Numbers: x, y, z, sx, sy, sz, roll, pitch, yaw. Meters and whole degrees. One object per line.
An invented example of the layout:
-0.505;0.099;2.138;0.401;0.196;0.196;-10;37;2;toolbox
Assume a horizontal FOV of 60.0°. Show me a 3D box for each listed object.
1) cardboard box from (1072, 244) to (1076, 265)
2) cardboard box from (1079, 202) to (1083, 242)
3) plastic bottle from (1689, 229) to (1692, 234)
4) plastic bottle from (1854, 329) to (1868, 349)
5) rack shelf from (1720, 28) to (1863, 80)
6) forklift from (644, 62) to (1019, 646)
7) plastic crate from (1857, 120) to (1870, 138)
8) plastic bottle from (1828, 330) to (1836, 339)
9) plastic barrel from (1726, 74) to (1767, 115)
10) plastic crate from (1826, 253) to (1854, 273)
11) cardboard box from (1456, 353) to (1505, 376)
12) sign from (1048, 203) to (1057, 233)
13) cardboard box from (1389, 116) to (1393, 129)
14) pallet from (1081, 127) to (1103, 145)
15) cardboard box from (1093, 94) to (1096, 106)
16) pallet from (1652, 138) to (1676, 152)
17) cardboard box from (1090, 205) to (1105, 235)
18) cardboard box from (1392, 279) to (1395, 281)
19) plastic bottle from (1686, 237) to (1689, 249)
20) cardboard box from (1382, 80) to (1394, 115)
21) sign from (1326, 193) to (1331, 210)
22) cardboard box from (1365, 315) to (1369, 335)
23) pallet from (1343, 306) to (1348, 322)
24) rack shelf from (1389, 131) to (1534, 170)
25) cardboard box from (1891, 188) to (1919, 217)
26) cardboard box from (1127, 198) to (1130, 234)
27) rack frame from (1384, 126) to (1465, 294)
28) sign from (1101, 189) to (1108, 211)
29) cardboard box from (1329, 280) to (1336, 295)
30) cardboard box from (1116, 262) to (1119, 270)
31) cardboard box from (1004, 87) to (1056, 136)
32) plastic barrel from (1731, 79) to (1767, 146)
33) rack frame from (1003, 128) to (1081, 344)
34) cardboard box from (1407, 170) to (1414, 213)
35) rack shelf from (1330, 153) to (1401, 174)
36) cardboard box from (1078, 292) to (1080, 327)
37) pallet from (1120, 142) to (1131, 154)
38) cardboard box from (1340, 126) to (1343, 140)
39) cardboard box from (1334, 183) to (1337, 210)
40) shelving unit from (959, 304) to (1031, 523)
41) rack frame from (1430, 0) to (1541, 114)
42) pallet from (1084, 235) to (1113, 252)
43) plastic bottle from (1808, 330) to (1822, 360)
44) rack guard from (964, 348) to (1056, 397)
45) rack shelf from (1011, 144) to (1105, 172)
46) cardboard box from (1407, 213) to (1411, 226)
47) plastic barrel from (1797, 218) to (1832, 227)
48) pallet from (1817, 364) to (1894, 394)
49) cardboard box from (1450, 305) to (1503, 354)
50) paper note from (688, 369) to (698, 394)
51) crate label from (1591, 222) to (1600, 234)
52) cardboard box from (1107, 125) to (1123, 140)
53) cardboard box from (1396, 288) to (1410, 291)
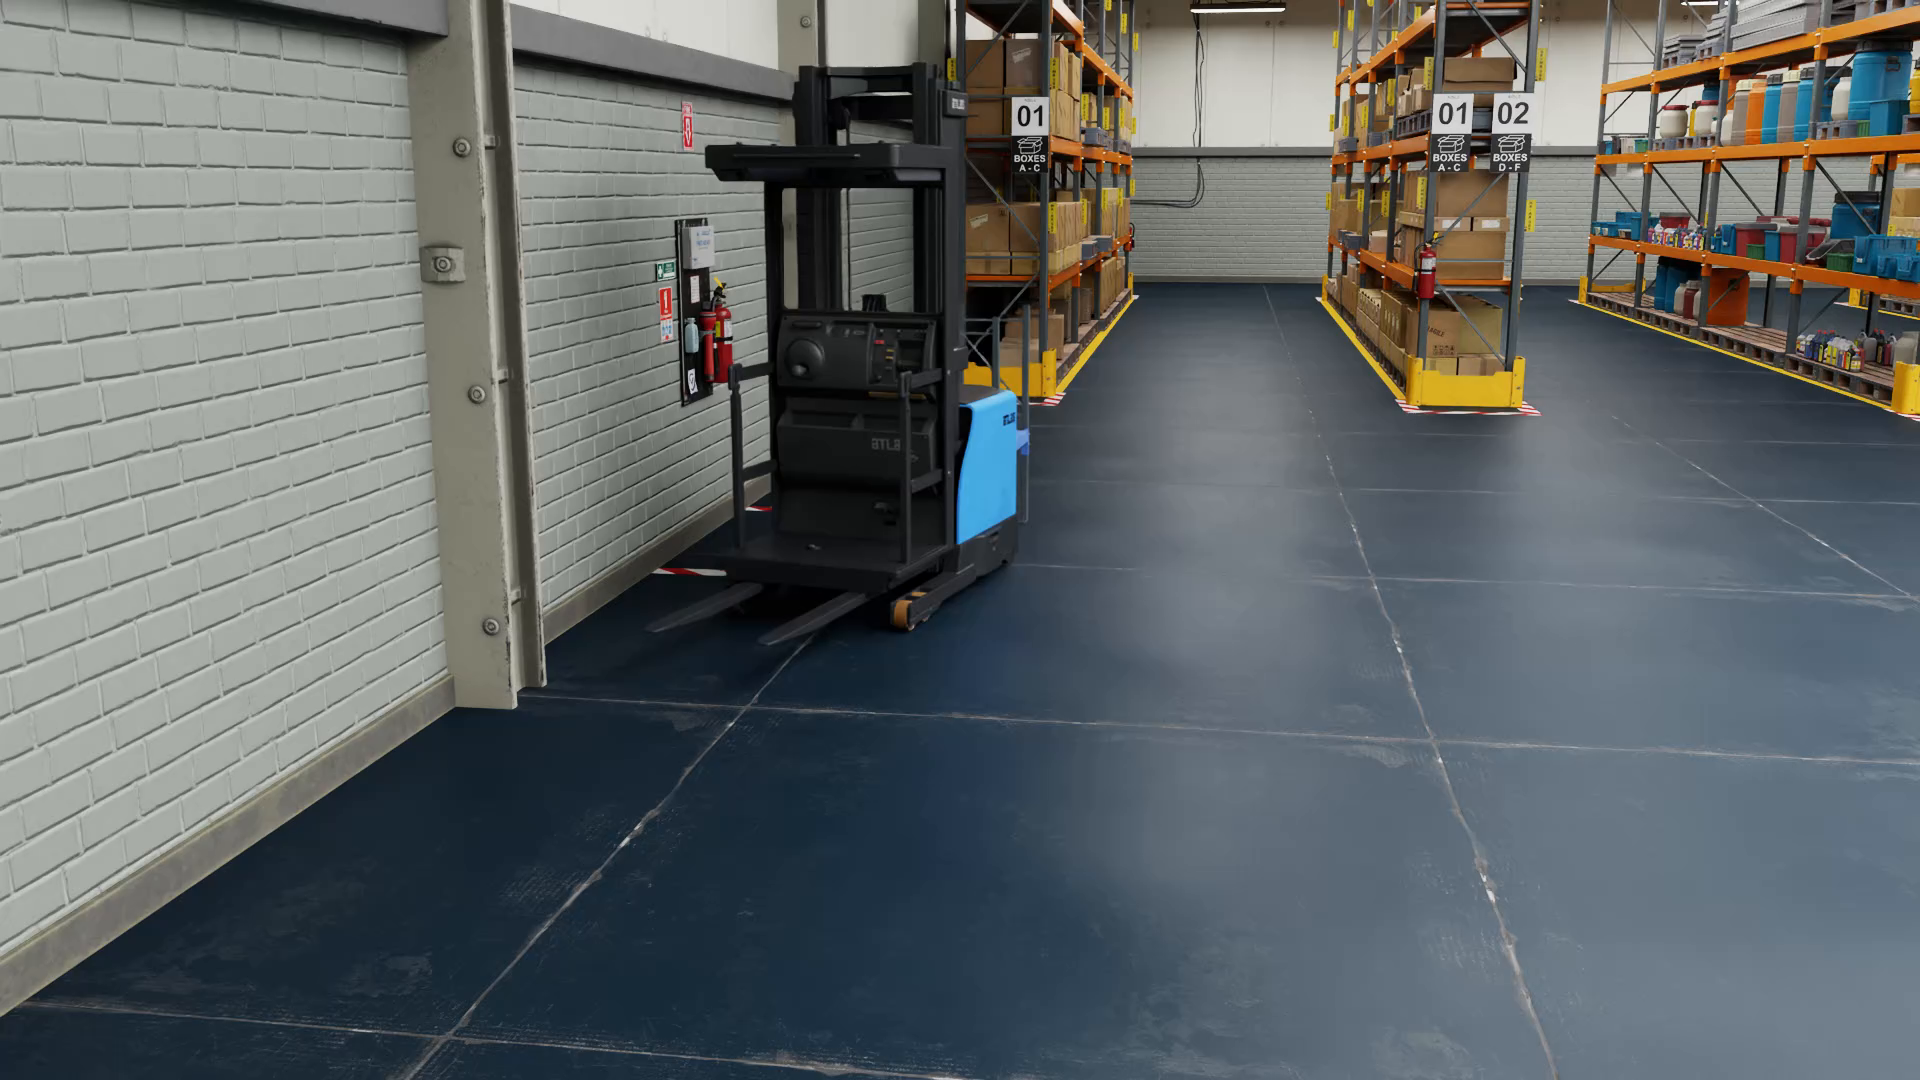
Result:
1.157;-3.529;20.555;0.500;0.250;0.500;2;12;8;cardboard box
1.311;-4.104;21.444;0.500;0.500;0.500;2;12;9;cardboard box
11.469;-4.734;26.115;0.061;0.283;0.133;2;12;9;plastic bottle
10.910;-2.370;20.112;0.144;0.351;0.185;2;12;9;plastic bottle
11.174;-6.390;21.941;1.077;0.370;4.000;2;12;9;rack shelf
-0.647;-1.053;8.924;1.130;2.935;3.031;5;13;21;forklift
10.355;-4.631;18.746;0.336;0.188;0.450;2;12;9;plastic crate
10.475;-2.349;20.017;0.144;0.351;0.185;2;12;9;plastic bottle
11.572;-6.420;24.529;0.600;0.830;0.708;2;12;9;plastic barrel
10.379;-3.211;19.276;0.450;0.188;0.662;2;12;9;plastic crate
5.660;-1.882;18.138;0.500;0.250;0.500;2;12;9;cardboard box
0.999;-3.482;17.976;0.100;0.325;0.005;2;12;9;sign
6.574;-6.084;24.344;0.500;0.250;0.500;1;12;4;cardboard box
1.278;-5.409;22.296;1.213;0.211;1.003;2;12;9;pallet
2.043;-7.492;28.458;0.500;0.250;0.500;3;12;13;cardboard box
12.073;-6.461;27.182;1.213;0.211;1.003;2;12;9;pallet
2.020;-5.039;26.263;0.500;0.500;0.500;2;12;10;cardboard box
7.249;-4.089;27.735;0.500;0.500;0.500;2;12;9;cardboard box
11.269;-4.595;25.664;0.097;0.201;0.097;0;12;0;plastic bottle
6.662;-6.677;25.124;0.500;0.500;0.500;2;12;9;cardboard box
7.282;-6.688;32.853;0.100;0.325;0.005;2;12;9;sign
5.988;-3.024;23.435;0.500;0.250;0.500;2;12;10;cardboard box
7.116;-3.881;28.501;1.003;0.211;1.213;2;12;9;pallet
5.665;-4.448;19.099;1.077;0.370;4.000;2;12;9;rack shelf
17.115;-6.061;29.867;0.500;0.500;0.500;2;12;7;cardboard box
2.855;-6.447;33.078;0.980;0.700;0.700;2;12;11;cardboard box
5.973;-3.749;21.271;1.000;3.000;0.127;2;12;9;rack frame
2.231;-5.253;25.690;0.100;0.325;0.005;2;12;9;sign
7.301;-4.806;31.657;0.500;0.250;0.500;2;12;9;cardboard box
2.757;-5.093;30.901;0.380;0.149;0.250;2;12;11;cardboard box
0.761;-4.663;18.105;0.500;0.500;0.500;2;12;10;cardboard box
11.141;-5.968;23.257;0.600;0.901;0.600;0;12;0;plastic barrel
1.078;-3.909;22.012;1.000;3.000;0.127;2;12;9;rack frame
5.835;-4.235;20.206;0.700;0.500;0.500;2;12;9;cardboard box
7.511;-6.946;30.690;1.077;0.370;4.000;2;12;9;rack shelf
1.391;-3.376;24.425;0.700;0.500;0.500;2;12;8;cardboard box
2.820;-7.675;32.579;1.003;0.211;1.213;2;12;9;pallet
7.169;-7.370;30.121;0.500;0.250;0.500;2;12;9;cardboard box
7.335;-6.488;31.369;0.500;0.500;0.500;2;12;9;cardboard box
0.113;-0.763;10.972;0.538;1.500;1.048;3;12;13;shelving unit
5.358;-5.849;16.776;1.000;3.000;0.127;2;12;9;rack frame
1.689;-4.496;25.192;1.213;0.211;1.003;2;12;9;pallet
10.333;-2.354;20.038;0.144;0.351;0.185;2;12;10;plastic bottle
0.474;-1.870;18.485;1.175;0.500;0.348;2;12;9;rack guard
1.385;-5.440;23.704;1.077;0.370;4.000;2;12;9;rack shelf
5.584;-3.853;19.975;0.380;0.149;0.250;1;12;7;cardboard box
11.344;-3.999;22.108;0.433;0.535;0.433;0;12;0;plastic barrel
10.537;-1.832;18.992;1.003;0.211;1.213;2;12;9;pallet
5.735;-2.353;18.542;0.500;0.500;0.500;2;12;9;cardboard box
-1.721;-1.023;10.710;0.016;0.148;0.142;2;12;9;paper note
12.349;-5.993;31.936;0.416;0.233;0.303;2;12;9;crate label
2.675;-7.357;30.013;0.500;0.250;0.500;2;12;8;cardboard box
6.751;-3.600;24.778;0.500;0.311;0.500;2;12;10;cardboard box
